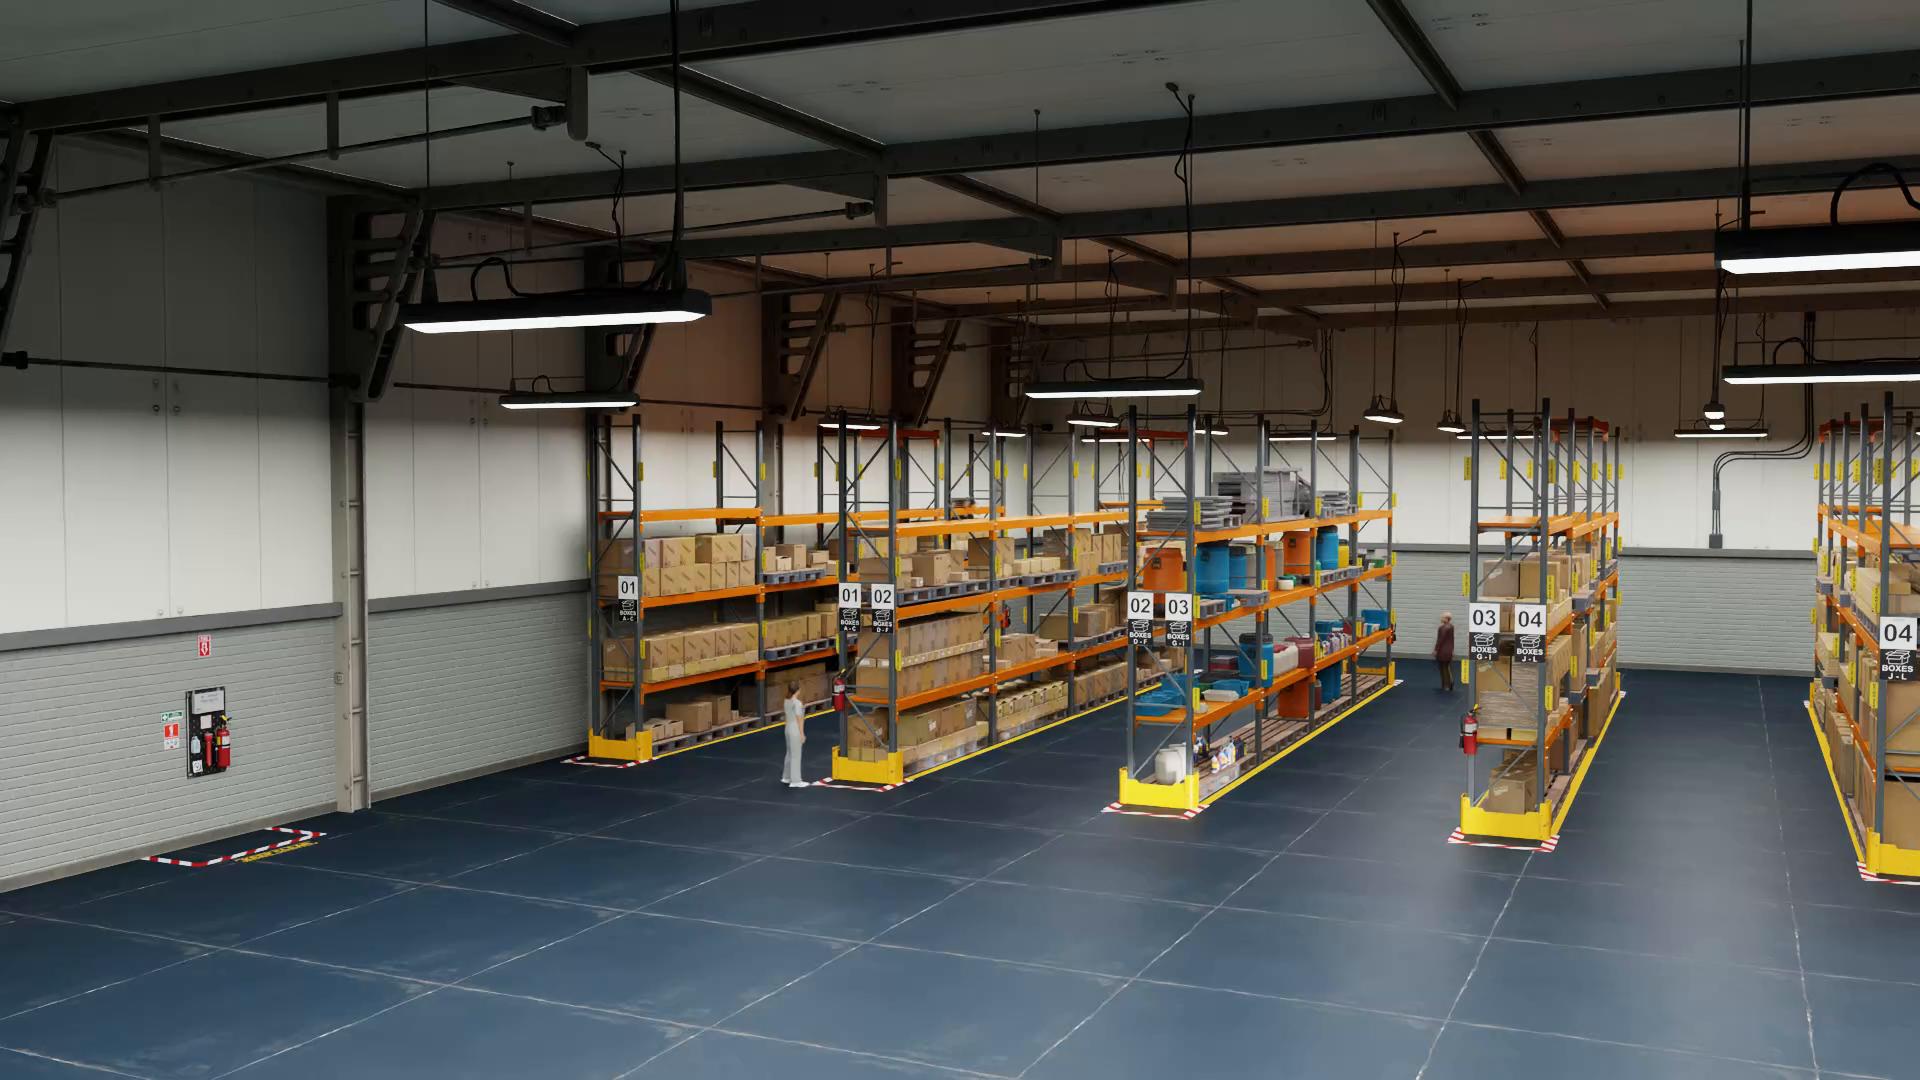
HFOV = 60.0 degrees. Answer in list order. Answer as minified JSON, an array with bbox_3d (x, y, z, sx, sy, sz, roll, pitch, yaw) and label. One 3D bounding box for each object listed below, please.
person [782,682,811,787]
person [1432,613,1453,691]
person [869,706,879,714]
[{"bbox_3d":[-2.594,3.100,26.459,0.386,1.694,0.574,-1,3,-23],"label":"person"},{"bbox_3d":[11.048,2.584,37.936,0.618,1.851,0.508,-2,3,-36],"label":"person"},{"bbox_3d":[-1.726,2.788,34.127,0.406,1.719,0.527,0,2,5],"label":"person"}]
